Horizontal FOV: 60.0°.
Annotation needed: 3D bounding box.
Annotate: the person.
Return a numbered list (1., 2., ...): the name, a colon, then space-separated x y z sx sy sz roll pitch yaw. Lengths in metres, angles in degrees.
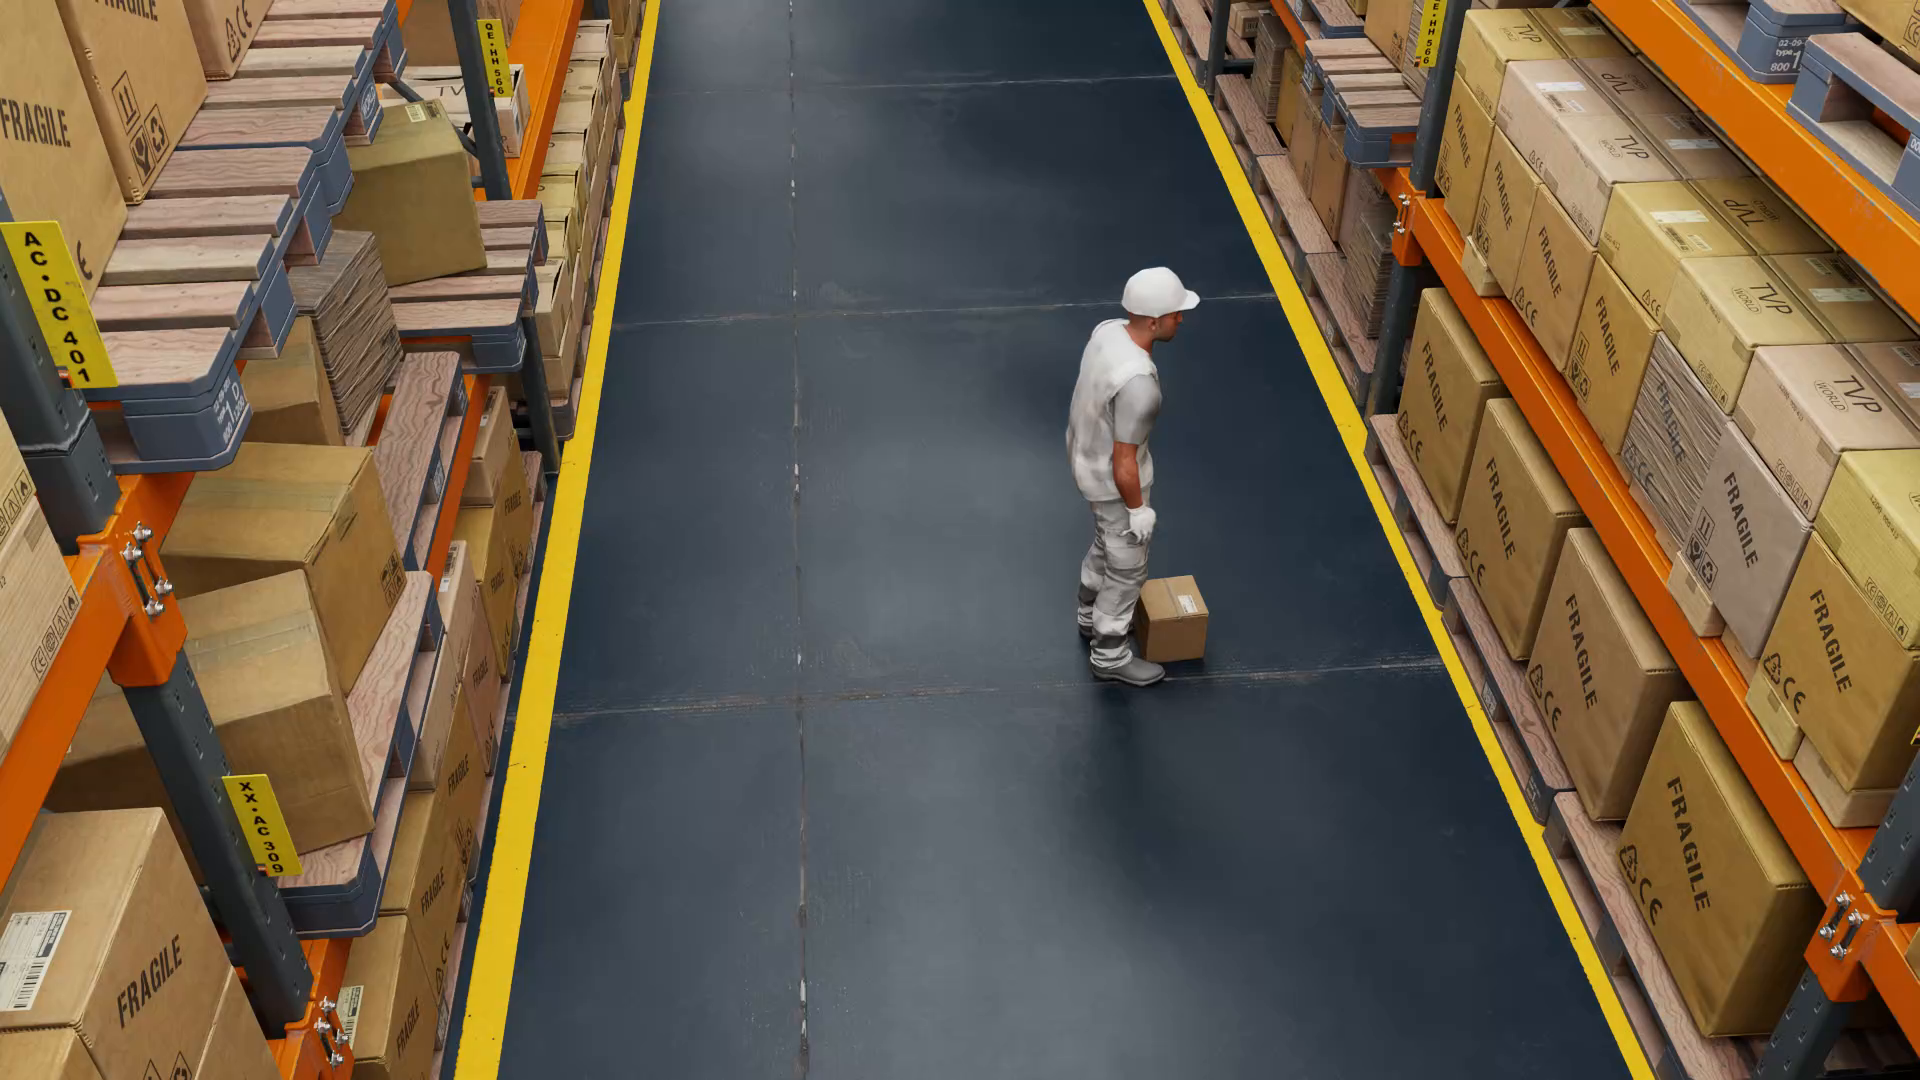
1. person: 0.642 -0.246 6.448 0.451 1.778 0.603 -4 39 -4
